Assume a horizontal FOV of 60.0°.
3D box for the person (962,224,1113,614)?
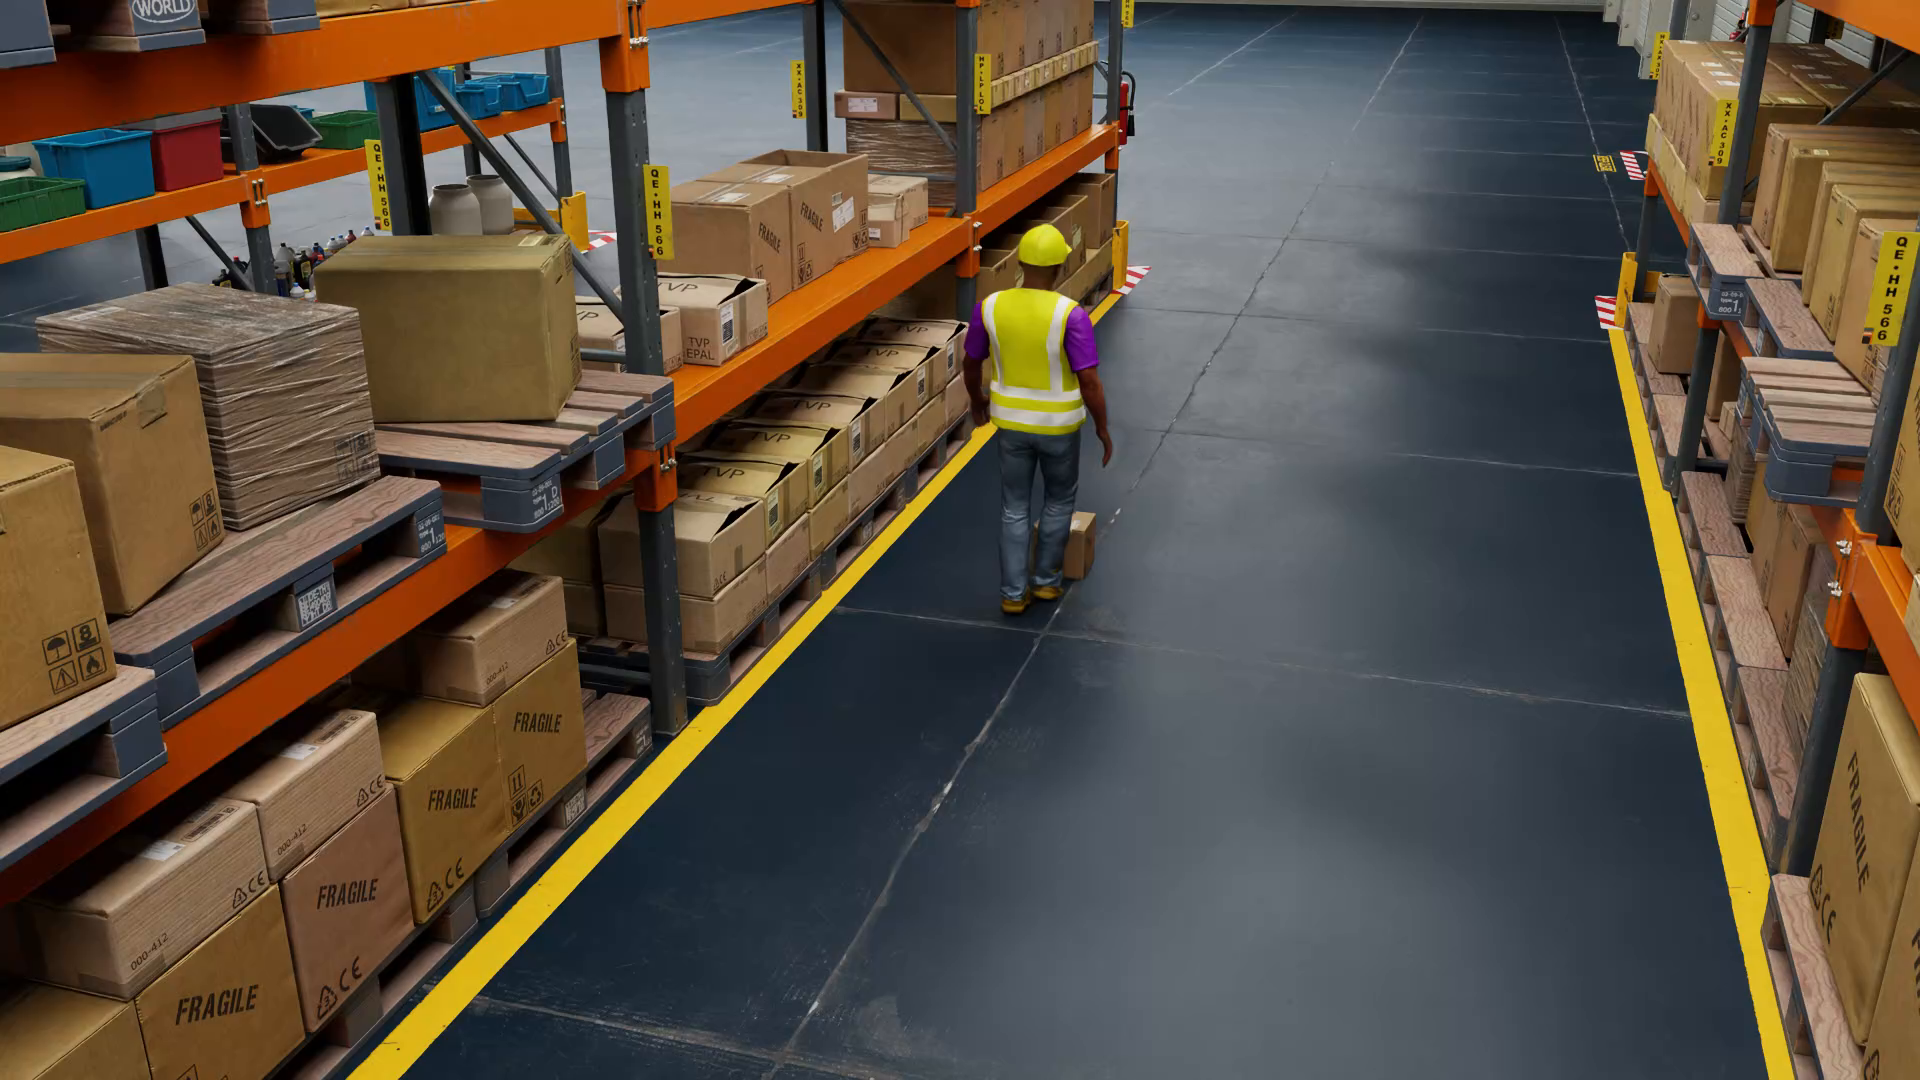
[{"bbox_3d":[0.358,-0.511,7.422,0.718,1.822,0.502,7,23,17],"label":"person"}]
